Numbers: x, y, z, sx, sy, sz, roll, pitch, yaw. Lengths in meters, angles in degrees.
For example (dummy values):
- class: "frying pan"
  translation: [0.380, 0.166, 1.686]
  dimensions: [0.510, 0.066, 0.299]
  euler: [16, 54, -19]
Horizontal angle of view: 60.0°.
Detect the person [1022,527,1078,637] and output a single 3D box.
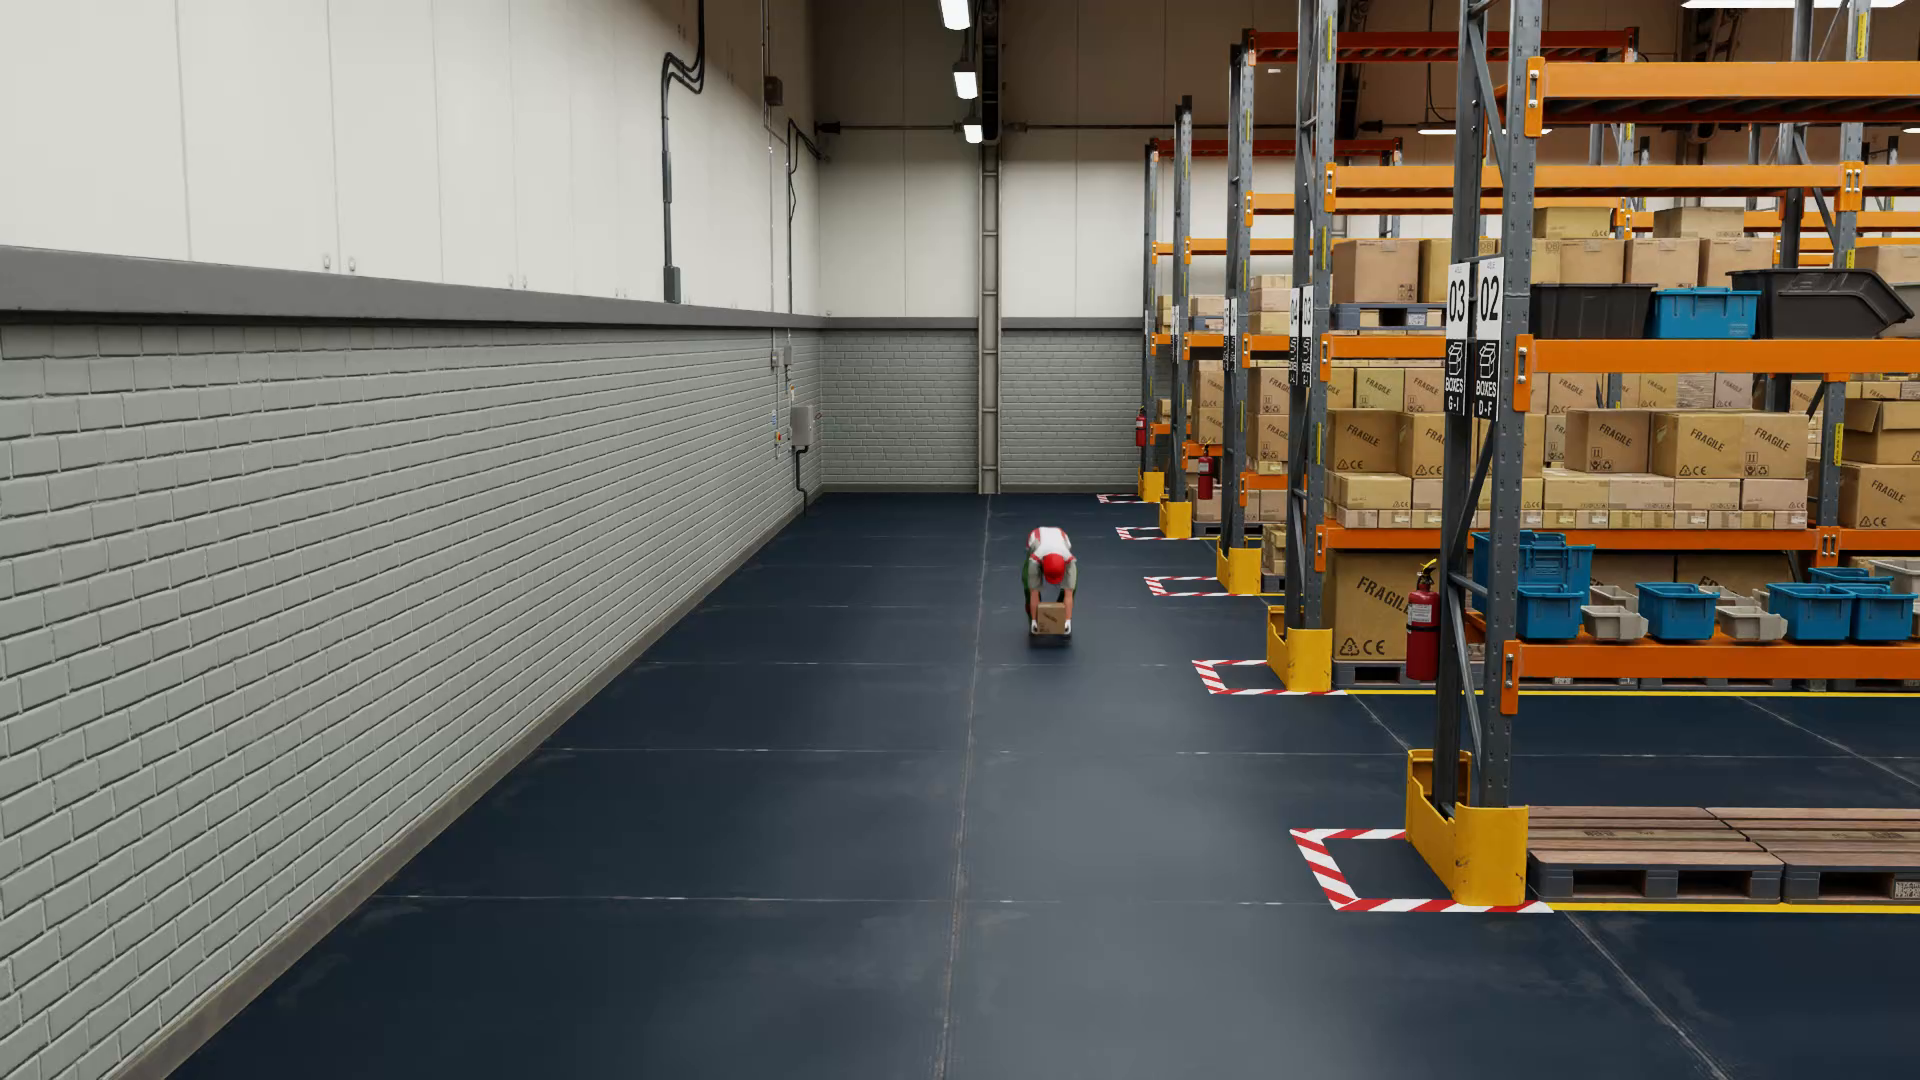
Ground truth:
- class: "person"
  translation: [0.841, 0.417, 15.396]
  dimensions: [0.524, 1.023, 0.954]
  euler: [0, 7, -2]
